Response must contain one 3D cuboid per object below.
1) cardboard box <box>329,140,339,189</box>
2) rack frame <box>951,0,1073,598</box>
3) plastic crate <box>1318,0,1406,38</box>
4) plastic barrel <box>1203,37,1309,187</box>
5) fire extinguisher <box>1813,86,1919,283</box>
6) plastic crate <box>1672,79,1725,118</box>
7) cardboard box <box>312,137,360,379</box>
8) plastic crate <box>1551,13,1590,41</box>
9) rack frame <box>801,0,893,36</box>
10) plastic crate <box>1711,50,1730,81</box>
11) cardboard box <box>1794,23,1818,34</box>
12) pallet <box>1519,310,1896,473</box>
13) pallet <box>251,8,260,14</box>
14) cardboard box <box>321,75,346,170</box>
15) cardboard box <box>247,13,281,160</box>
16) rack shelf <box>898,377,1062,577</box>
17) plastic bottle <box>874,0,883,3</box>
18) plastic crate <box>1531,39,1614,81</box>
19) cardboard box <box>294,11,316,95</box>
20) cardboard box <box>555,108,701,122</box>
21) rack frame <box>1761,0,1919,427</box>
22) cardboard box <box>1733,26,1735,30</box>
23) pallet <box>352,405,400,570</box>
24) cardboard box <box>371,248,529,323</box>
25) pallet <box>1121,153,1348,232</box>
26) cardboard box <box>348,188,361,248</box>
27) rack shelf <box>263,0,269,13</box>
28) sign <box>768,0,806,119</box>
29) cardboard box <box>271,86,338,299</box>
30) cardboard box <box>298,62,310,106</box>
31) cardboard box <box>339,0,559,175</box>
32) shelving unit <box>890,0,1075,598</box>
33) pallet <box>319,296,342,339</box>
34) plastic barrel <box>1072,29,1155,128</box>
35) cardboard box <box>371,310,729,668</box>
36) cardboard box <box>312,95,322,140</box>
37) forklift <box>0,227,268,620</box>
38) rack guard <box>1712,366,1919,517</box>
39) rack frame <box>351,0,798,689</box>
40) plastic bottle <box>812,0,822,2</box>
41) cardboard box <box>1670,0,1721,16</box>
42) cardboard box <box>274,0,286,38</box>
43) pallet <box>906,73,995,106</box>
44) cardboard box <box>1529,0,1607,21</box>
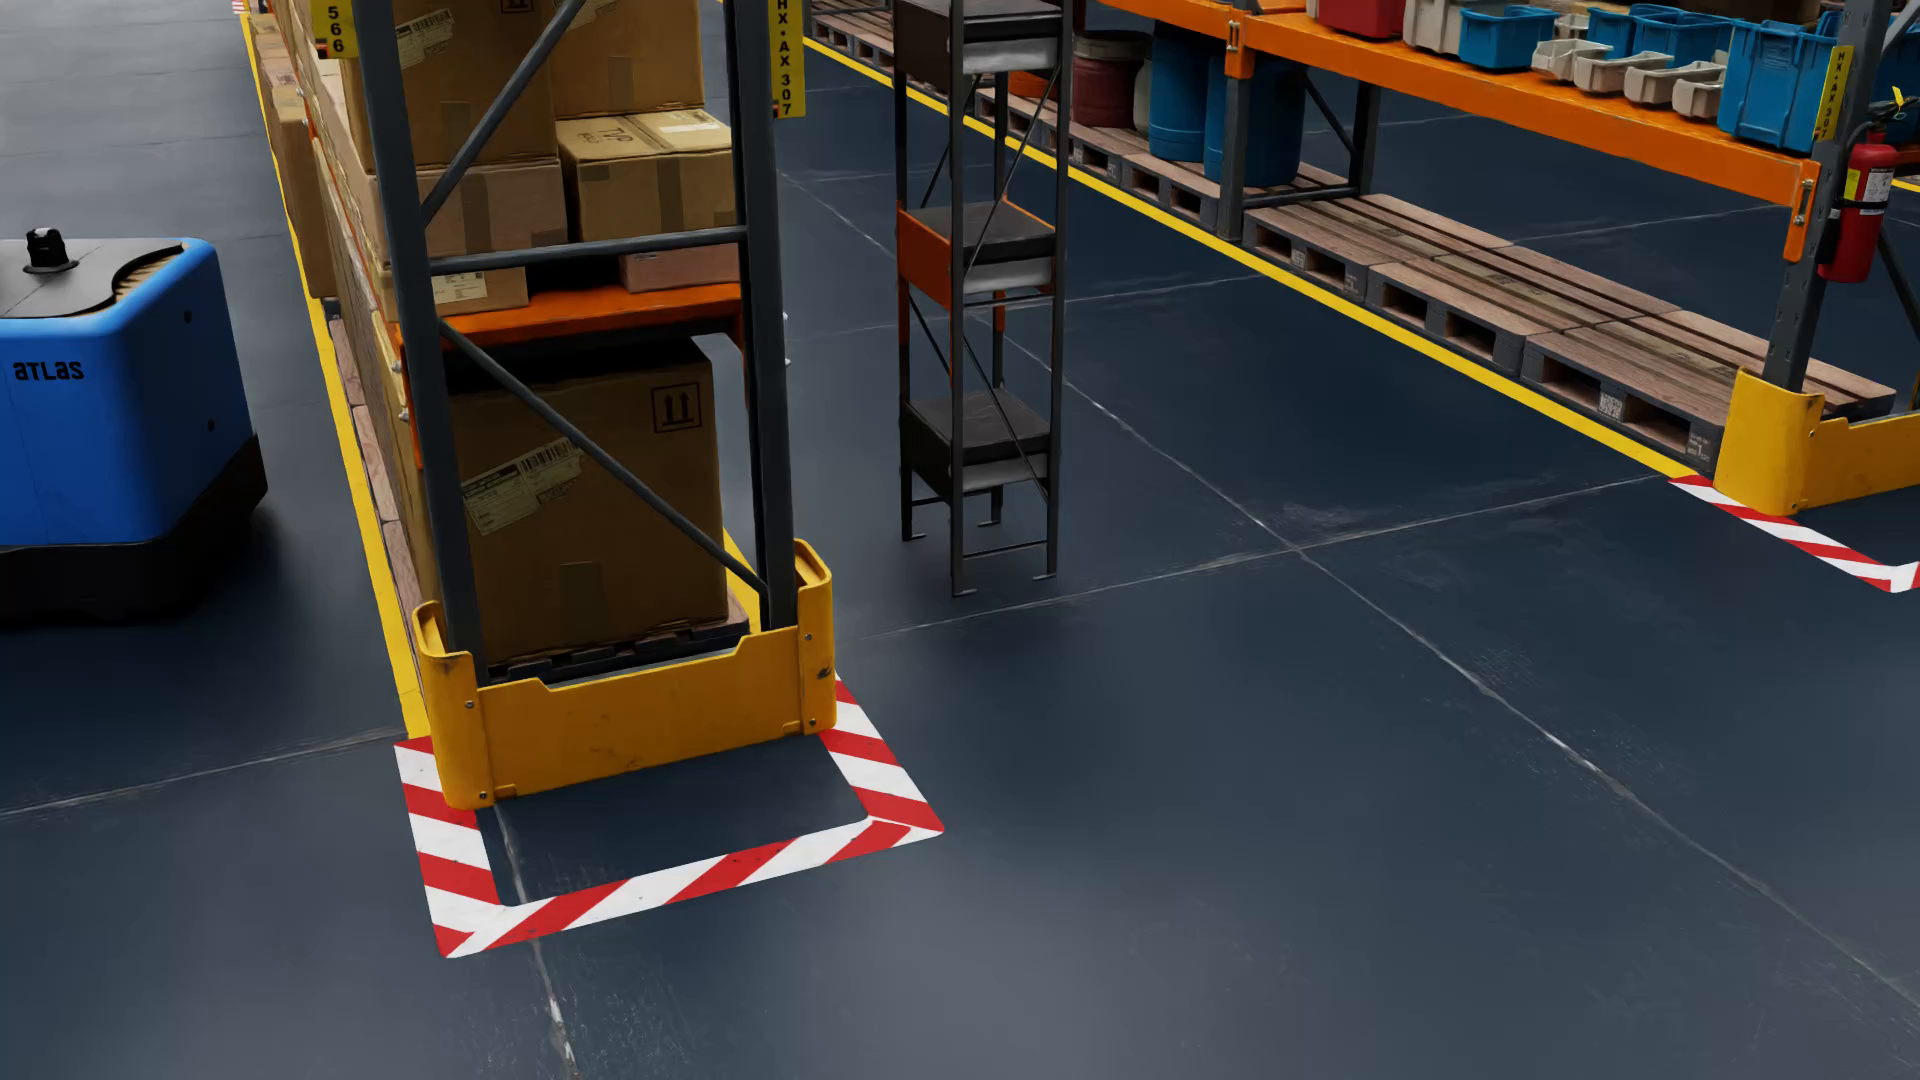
[{"bbox_3d":[-2.013,-1.347,5.876,0.380,0.149,0.250,-10,28,-20],"label":"cardboard box"},{"bbox_3d":[0.160,-0.778,5.451,0.400,2.100,0.015,-11,28,-21],"label":"rack frame"},{"bbox_3d":[2.138,-2.873,8.575,0.402,0.464,0.583,-11,28,-21],"label":"plastic crate"},{"bbox_3d":[1.822,-2.689,10.252,0.600,0.901,0.708,-11,28,-21],"label":"plastic barrel"},{"bbox_3d":[3.227,-1.265,5.935,0.296,0.674,0.183,-11,28,-21],"label":"fire extinguisher"},{"bbox_3d":[3.100,-1.813,6.776,0.396,0.136,0.243,-11,28,-21],"label":"plastic crate"},{"bbox_3d":[-2.353,-1.324,7.485,0.875,0.875,0.875,-11,28,-21],"label":"cardboard box"},{"bbox_3d":[2.978,-2.478,8.139,0.293,0.136,0.466,-11,28,-21],"label":"plastic crate"},{"bbox_3d":[-1.114,-6.451,16.043,1.000,3.000,0.127,-11,28,-21],"label":"rack frame"},{"bbox_3d":[3.477,-2.088,7.341,0.250,0.136,0.298,-11,28,-21],"label":"plastic crate"},{"bbox_3d":[6.394,-3.596,12.543,0.500,0.500,0.500,-10,28,-20],"label":"cardboard box"},{"bbox_3d":[3.298,-0.693,7.428,1.003,0.211,1.213,-11,28,-21],"label":"pallet"},{"bbox_3d":[-6.448,-5.105,16.465,1.003,0.211,1.213,-11,28,-21],"label":"pallet"},{"bbox_3d":[-1.803,-1.382,5.493,0.500,0.250,0.500,-12,28,-22],"label":"cardboard box"},{"bbox_3d":[-3.854,-2.937,10.789,1.225,0.875,0.875,-12,28,-23],"label":"cardboard box"},{"bbox_3d":[0.065,-0.235,5.966,0.431,0.518,0.480,-11,28,-21],"label":"rack shelf"},{"bbox_3d":[-0.835,-5.626,16.963,0.097,0.271,0.097,0,26,0],"label":"plastic bottle"},{"bbox_3d":[2.735,-2.157,7.481,0.298,0.136,0.250,-11,28,-21],"label":"plastic crate"},{"bbox_3d":[-2.405,-2.000,6.759,0.500,0.250,0.500,-11,28,-21],"label":"cardboard box"},{"bbox_3d":[-1.121,-1.270,5.265,0.500,0.250,0.500,-11,28,-21],"label":"cardboard box"},{"bbox_3d":[3.586,-1.606,6.121,1.000,3.000,0.127,-11,28,-21],"label":"rack frame"},{"bbox_3d":[5.740,-3.699,12.754,0.500,0.500,0.500,-10,28,-20],"label":"cardboard box"},{"bbox_3d":[-1.831,-0.303,6.630,1.003,0.211,1.213,-11,28,-21],"label":"pallet"},{"bbox_3d":[-1.414,-0.729,4.612,0.380,0.149,0.250,-10,28,-20],"label":"cardboard box"},{"bbox_3d":[1.755,-2.287,10.693,1.003,0.211,1.213,-11,28,-21],"label":"pallet"},{"bbox_3d":[-1.712,-1.037,5.242,0.380,0.149,0.250,-10,28,-20],"label":"cardboard box"},{"bbox_3d":[-4.888,-4.469,12.804,1.077,0.370,4.000,-11,28,-21],"label":"rack shelf"},{"bbox_3d":[-0.459,-1.273,4.361,0.100,0.325,0.005,-11,28,-21],"label":"sign"},{"bbox_3d":[-2.807,-1.859,8.581,1.225,0.875,0.875,-10,28,-20],"label":"cardboard box"},{"bbox_3d":[-2.626,-1.974,7.162,0.380,0.149,0.250,-12,28,-22],"label":"cardboard box"},{"bbox_3d":[-1.404,-1.310,4.491,0.500,0.500,0.500,-10,28,-20],"label":"cardboard box"},{"bbox_3d":[0.065,-0.877,5.652,0.431,2.100,0.503,-11,28,-21],"label":"shelving unit"},{"bbox_3d":[-2.910,-1.415,8.908,1.003,0.211,1.213,-11,28,-21],"label":"pallet"},{"bbox_3d":[1.102,-3.290,11.840,0.600,0.588,0.708,-11,28,-21],"label":"plastic barrel"},{"bbox_3d":[-1.296,-0.234,5.253,0.875,0.875,0.875,-11,28,-21],"label":"cardboard box"},{"bbox_3d":[-2.317,-1.659,6.516,0.380,0.149,0.250,-11,28,-21],"label":"cardboard box"},{"bbox_3d":[-4.185,-1.219,5.407,3.031,2.935,1.130,-1,26,-3],"label":"forklift"},{"bbox_3d":[3.607,-0.475,6.654,1.175,0.500,0.348,-11,28,-21],"label":"rack guard"},{"bbox_3d":[-0.972,-0.755,4.378,1.000,3.000,0.127,-11,28,-21],"label":"rack frame"},{"bbox_3d":[-1.499,-5.693,17.009,0.144,0.351,0.185,-11,28,-21],"label":"plastic bottle"},{"bbox_3d":[6.025,-4.325,13.183,0.500,0.250,0.500,-11,28,-22],"label":"cardboard box"},{"bbox_3d":[-3.371,-2.967,8.795,0.500,0.500,0.500,-11,28,-21],"label":"cardboard box"},{"bbox_3d":[0.185,-3.902,14.002,1.003,0.211,1.213,-11,28,-21],"label":"pallet"},{"bbox_3d":[5.137,-4.317,14.020,0.500,0.500,0.500,-12,28,-22],"label":"cardboard box"}]
